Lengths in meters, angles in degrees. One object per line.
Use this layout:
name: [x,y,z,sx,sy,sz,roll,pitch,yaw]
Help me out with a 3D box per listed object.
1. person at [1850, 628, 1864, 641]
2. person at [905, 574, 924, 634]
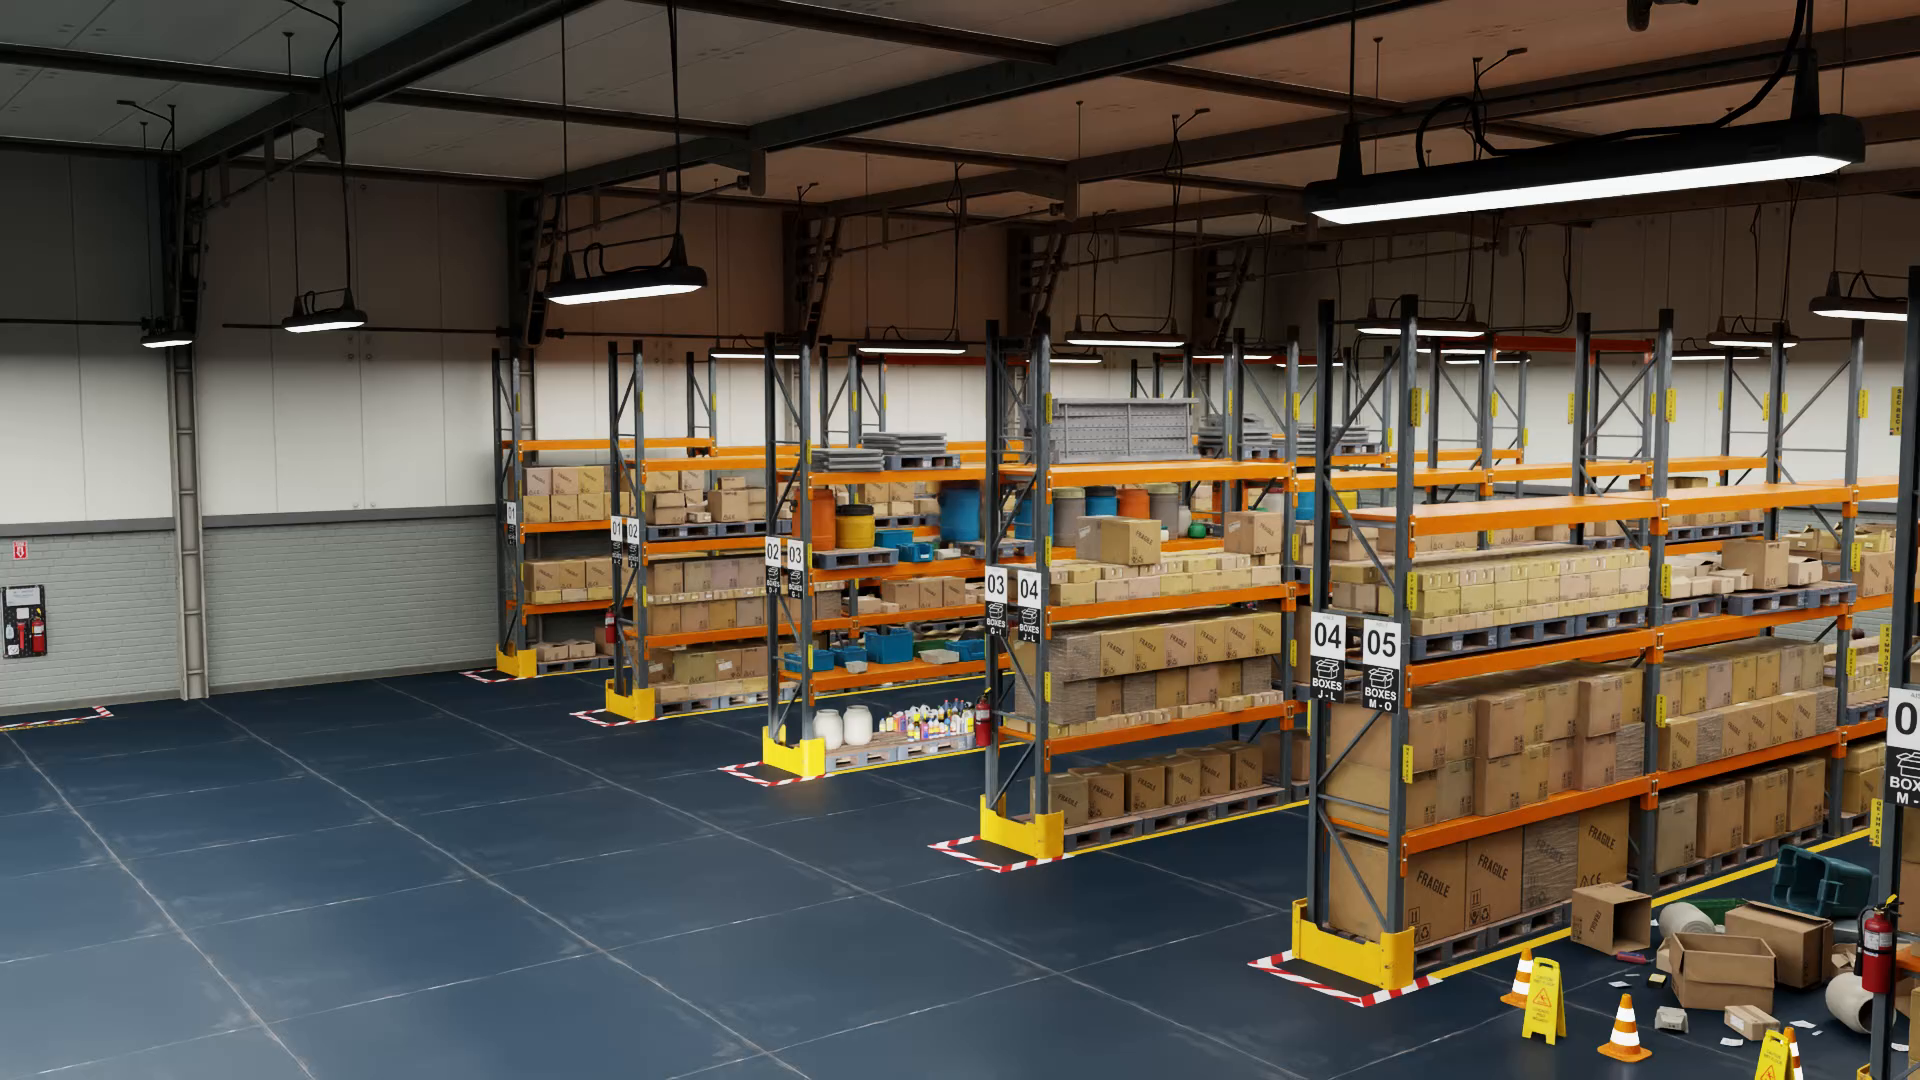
person: [13.373,2.166,24.865,0.490,1.651,0.398,0,5,3]
person: [-0.973,1.385,33.322,0.532,1.690,1.036,5,7,43]
